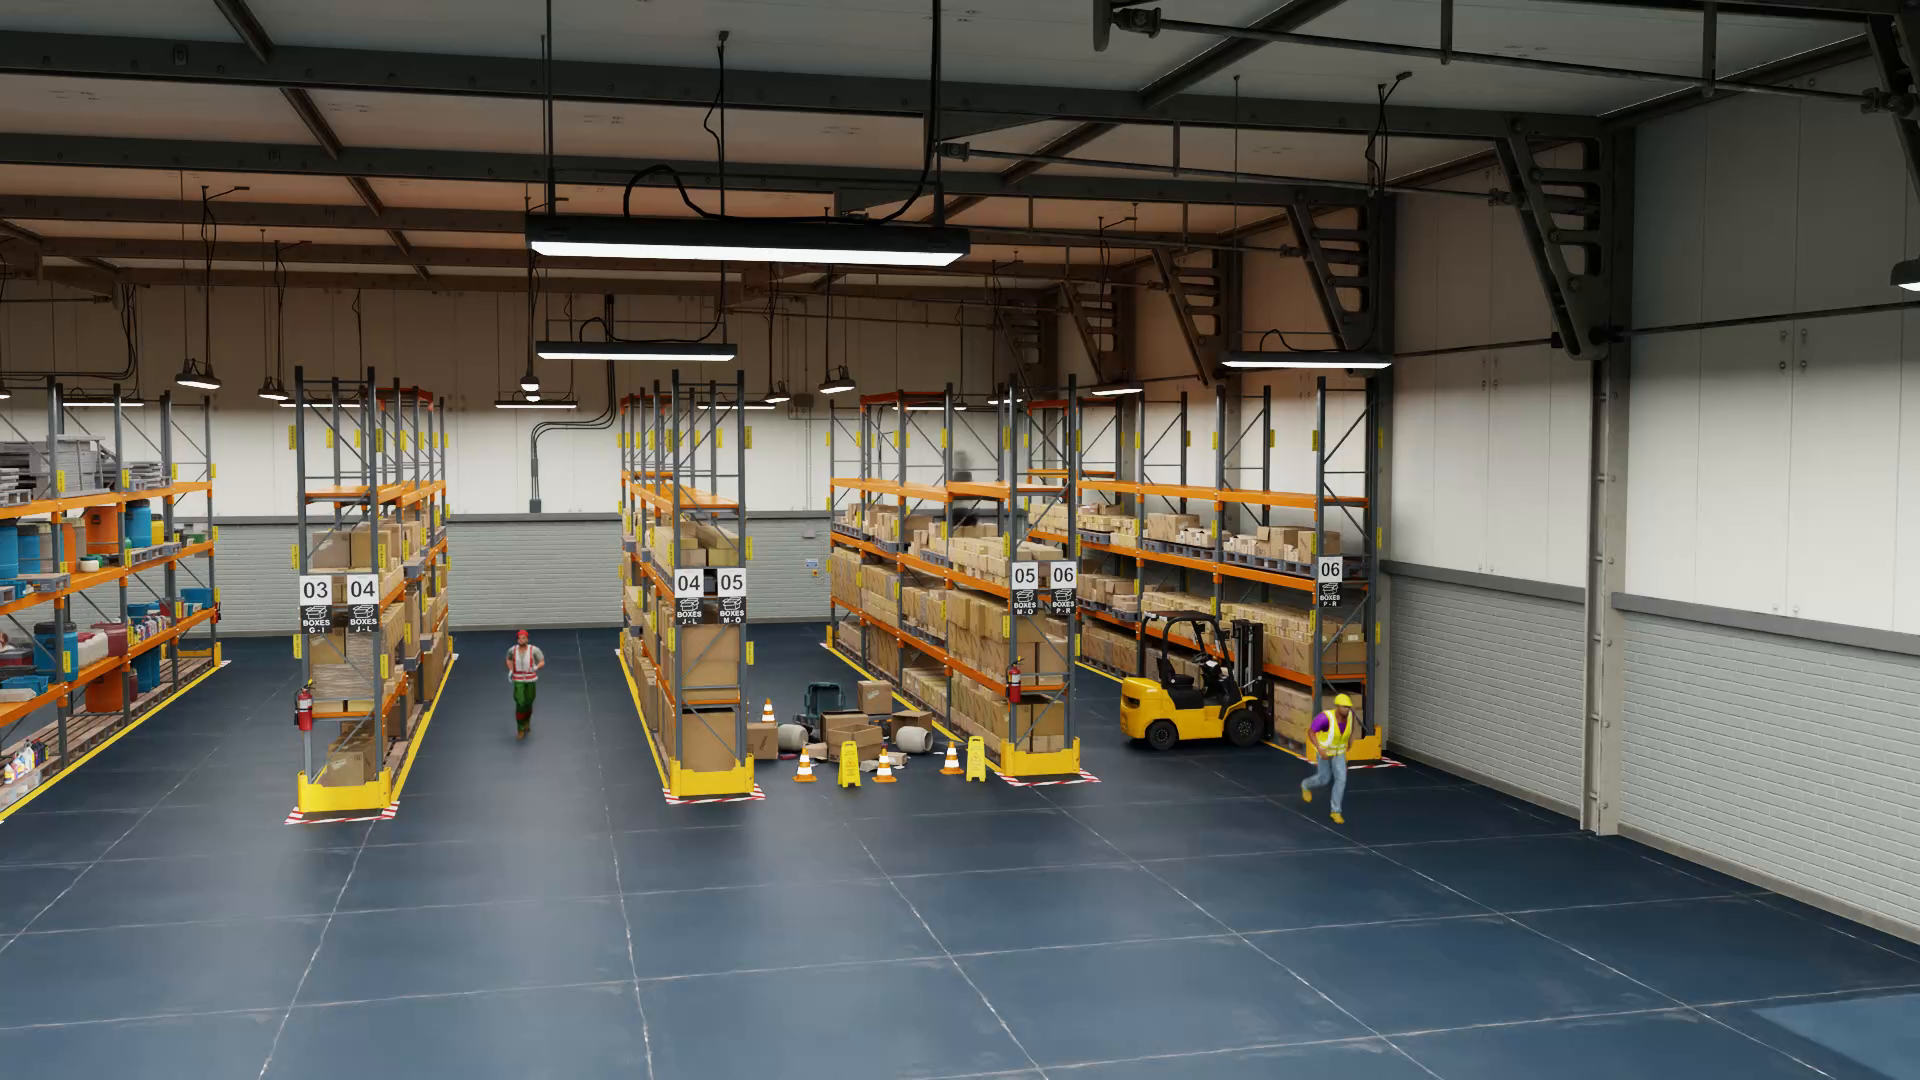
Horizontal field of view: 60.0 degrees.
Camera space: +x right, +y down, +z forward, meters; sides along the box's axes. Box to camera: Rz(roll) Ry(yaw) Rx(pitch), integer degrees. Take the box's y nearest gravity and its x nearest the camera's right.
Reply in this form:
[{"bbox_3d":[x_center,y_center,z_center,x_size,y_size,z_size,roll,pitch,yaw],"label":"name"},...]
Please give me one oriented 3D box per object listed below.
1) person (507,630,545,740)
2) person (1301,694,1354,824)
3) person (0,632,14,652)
[{"bbox_3d":[-7.373,2.431,28.249,0.633,1.844,0.800,-1,4,-13],"label":"person"},{"bbox_3d":[4.893,2.856,22.144,0.719,1.713,1.018,-2,4,-26],"label":"person"},{"bbox_3d":[-17.262,2.435,29.954,0.517,1.554,0.528,-1,4,-20],"label":"person"}]
